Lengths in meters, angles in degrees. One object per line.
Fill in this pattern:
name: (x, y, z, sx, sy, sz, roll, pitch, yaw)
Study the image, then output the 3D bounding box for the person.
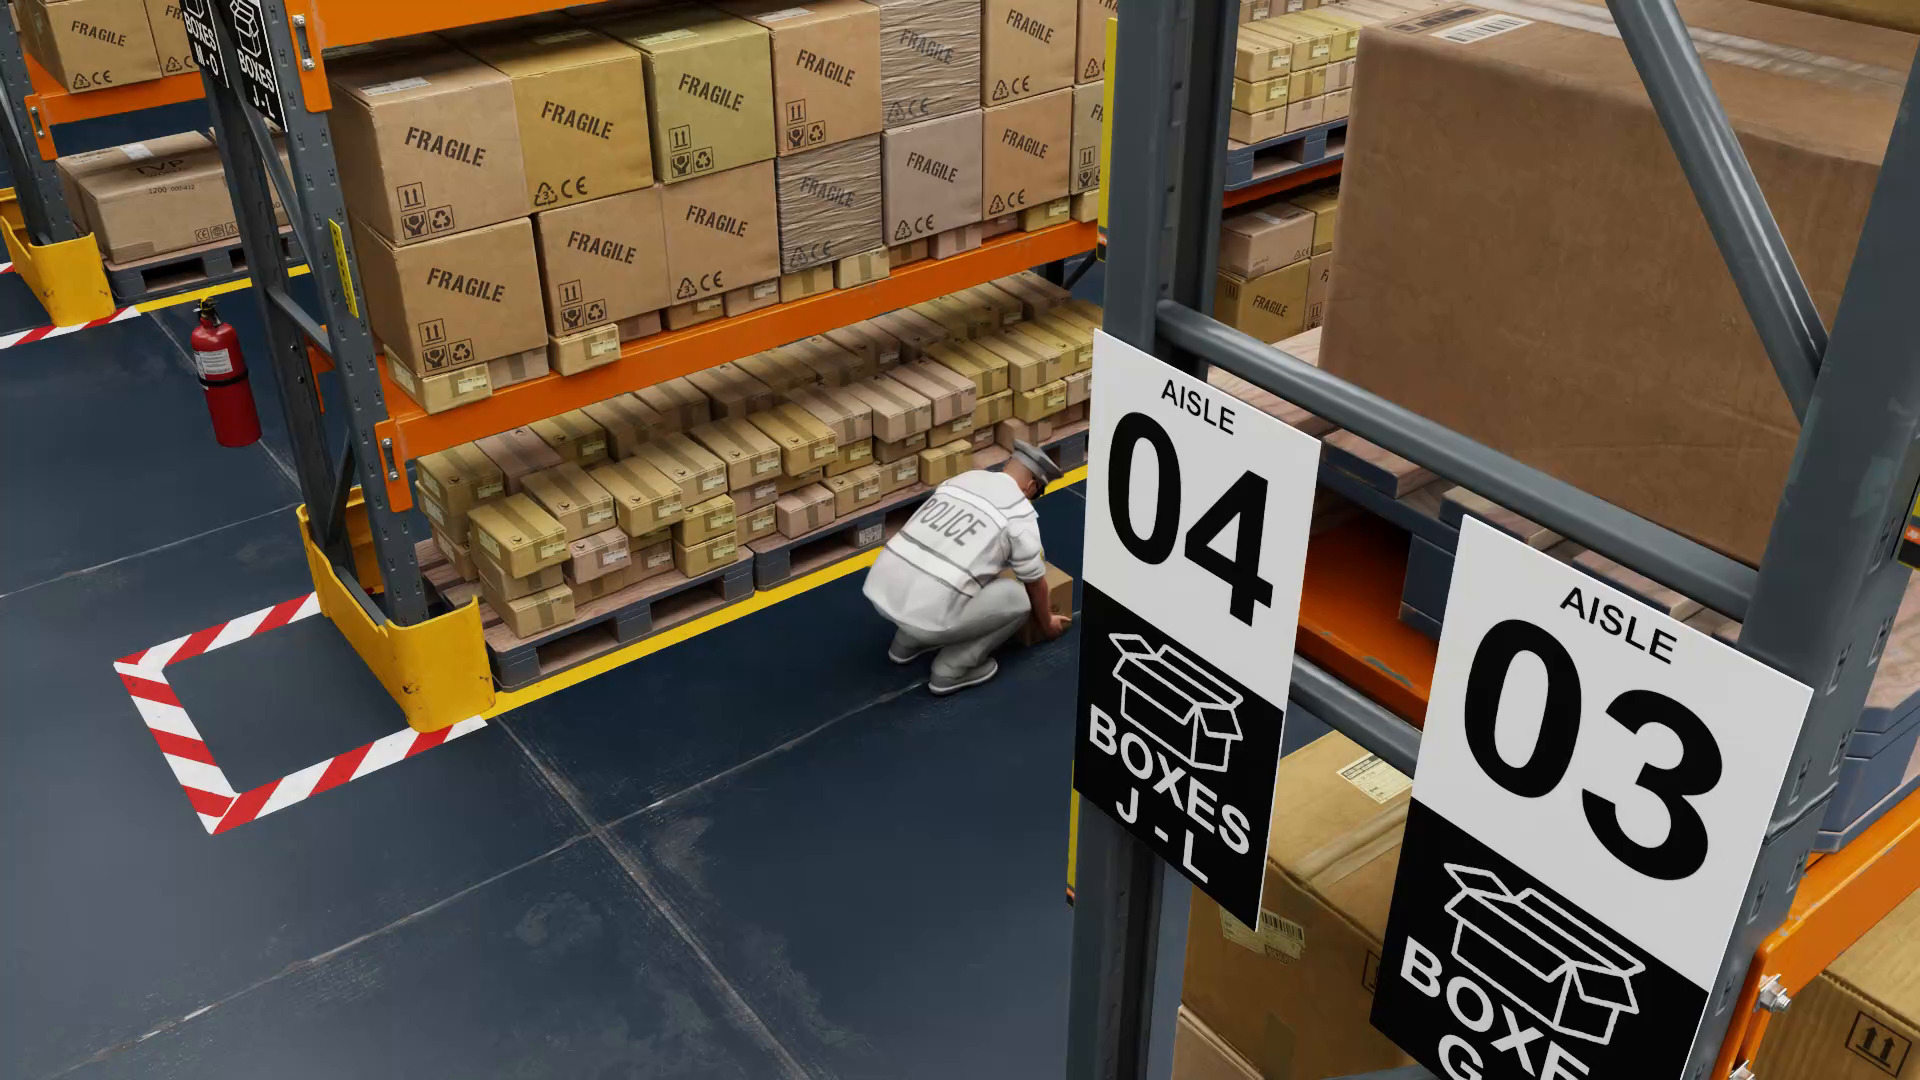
person: (0.052, 0.118, 6.827, 0.968, 0.901, 0.548, -23, 39, -32)
